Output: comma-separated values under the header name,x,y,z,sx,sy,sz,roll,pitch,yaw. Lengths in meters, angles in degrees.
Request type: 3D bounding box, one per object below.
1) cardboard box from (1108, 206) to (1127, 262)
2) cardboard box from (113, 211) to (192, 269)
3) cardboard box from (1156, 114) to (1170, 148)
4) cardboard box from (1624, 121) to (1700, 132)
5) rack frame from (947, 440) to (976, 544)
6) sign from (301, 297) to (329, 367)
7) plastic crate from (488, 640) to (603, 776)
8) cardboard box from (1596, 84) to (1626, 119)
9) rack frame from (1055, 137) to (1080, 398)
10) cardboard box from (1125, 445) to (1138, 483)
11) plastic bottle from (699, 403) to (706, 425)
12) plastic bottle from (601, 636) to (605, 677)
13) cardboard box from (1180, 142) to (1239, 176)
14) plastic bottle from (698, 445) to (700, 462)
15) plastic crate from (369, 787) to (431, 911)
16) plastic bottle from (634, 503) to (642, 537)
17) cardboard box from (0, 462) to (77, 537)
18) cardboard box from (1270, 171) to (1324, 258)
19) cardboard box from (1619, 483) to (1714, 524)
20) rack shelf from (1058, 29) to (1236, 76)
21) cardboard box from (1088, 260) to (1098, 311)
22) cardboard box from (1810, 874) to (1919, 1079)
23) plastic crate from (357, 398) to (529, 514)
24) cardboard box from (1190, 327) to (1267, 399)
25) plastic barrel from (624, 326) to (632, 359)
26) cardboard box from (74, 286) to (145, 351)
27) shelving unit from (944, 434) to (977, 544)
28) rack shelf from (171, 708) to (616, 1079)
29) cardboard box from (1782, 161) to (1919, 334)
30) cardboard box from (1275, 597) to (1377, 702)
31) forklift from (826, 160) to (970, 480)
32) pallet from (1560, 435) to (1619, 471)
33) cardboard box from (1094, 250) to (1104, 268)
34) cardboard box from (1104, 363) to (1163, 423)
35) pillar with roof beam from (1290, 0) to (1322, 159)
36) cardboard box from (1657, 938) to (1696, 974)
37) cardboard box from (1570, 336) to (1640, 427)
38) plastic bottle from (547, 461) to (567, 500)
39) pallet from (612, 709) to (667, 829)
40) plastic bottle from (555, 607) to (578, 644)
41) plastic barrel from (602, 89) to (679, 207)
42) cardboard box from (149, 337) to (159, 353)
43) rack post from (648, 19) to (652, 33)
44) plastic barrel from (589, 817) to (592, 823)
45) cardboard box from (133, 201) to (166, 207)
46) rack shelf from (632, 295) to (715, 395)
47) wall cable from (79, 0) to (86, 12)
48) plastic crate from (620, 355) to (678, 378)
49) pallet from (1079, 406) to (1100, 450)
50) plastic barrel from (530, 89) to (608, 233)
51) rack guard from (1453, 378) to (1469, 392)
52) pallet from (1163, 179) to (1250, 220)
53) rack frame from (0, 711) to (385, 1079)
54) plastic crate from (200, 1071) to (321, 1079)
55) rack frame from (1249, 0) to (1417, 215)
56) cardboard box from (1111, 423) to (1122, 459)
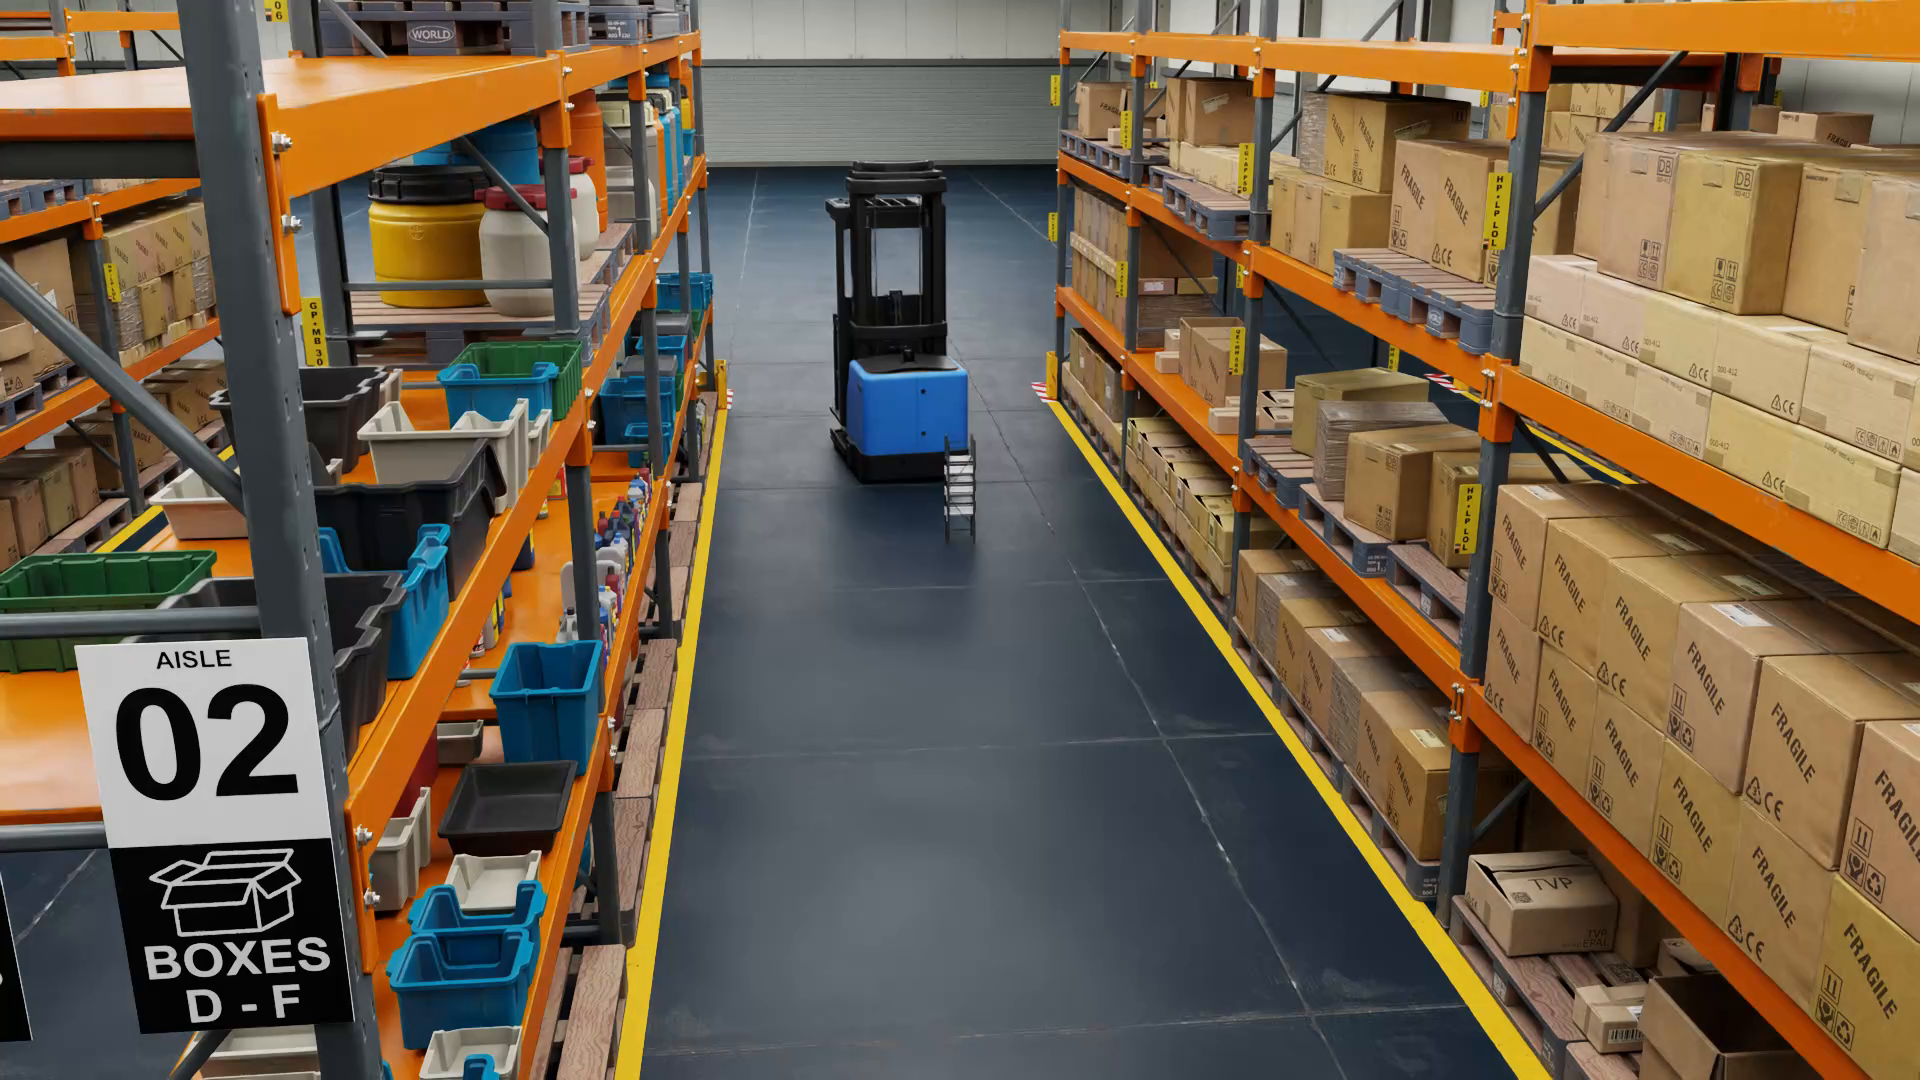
name,x,y,z,sx,sy,sz,roll,pitch,yaw
cardboard box,1.871,-3.041,16.524,0.700,0.500,0.500,-2,18,-6
cardboard box,-7.787,-2.893,16.052,0.500,0.500,0.500,-2,18,-6
cardboard box,2.182,-3.918,15.855,0.500,0.311,0.500,-3,18,-9
cardboard box,6.656,-3.729,15.840,0.500,0.500,0.500,-1,17,-4
rack frame,0.011,-0.397,13.938,0.240,0.900,0.006,-2,18,-6
sign,-2.622,-0.827,6.780,0.100,0.325,0.005,-2,18,-6
plastic crate,-1.687,0.700,6.867,0.392,0.384,0.575,-2,18,-6
cardboard box,6.566,-4.367,16.203,0.500,0.500,0.500,-1,17,-3
rack frame,1.615,-3.135,19.154,1.000,3.000,0.127,-2,18,-6
cardboard box,1.823,-0.704,15.300,0.500,0.250,0.500,-2,18,-7
plastic bottle,-2.688,-1.284,17.071,0.152,0.276,0.135,-2,18,-5
plastic bottle,-1.688,0.526,7.690,0.061,0.283,0.133,-2,18,-6
cardboard box,2.141,-3.156,13.762,0.500,0.250,0.500,-3,18,-11
plastic bottle,-2.518,-0.835,15.766,0.097,0.201,0.097,0,17,0
plastic crate,-2.101,1.081,5.824,0.437,0.282,0.530,-2,18,-6
plastic bottle,-1.944,-0.120,9.882,0.097,0.201,0.097,0,17,0
cardboard box,-7.754,-0.329,13.656,0.700,0.500,0.500,-2,18,-6
cardboard box,2.518,-2.101,10.687,0.910,0.500,0.500,-2,18,-6
cardboard box,3.162,0.058,7.147,0.500,0.500,0.500,-2,18,-5
rack shelf,1.821,-4.867,16.526,1.077,0.370,4.000,-2,18,-6
cardboard box,1.755,-2.739,17.726,0.700,0.500,0.500,-2,18,-5
cardboard box,2.891,1.305,4.846,0.500,0.500,0.500,-2,18,-5
plastic crate,-1.584,-0.260,5.189,0.437,0.282,0.530,-2,18,-6
cardboard box,2.196,-1.455,13.638,0.500,0.500,0.500,-2,18,-6
plastic barrel,-3.161,-1.906,14.403,0.600,0.901,0.708,-2,18,-6
cardboard box,-7.811,-1.964,14.761,0.875,0.500,0.500,-2,18,-6
shelving unit,0.001,-0.427,14.035,0.258,0.900,0.210,-2,18,-6
rack shelf,-1.869,1.531,5.492,1.077,0.370,4.000,-2,18,-6
cardboard box,3.112,-0.925,5.273,0.700,0.500,0.500,-2,18,-6
cardboard box,2.309,0.681,10.438,0.500,0.500,0.500,-2,18,-6
forklift,-0.735,-2.365,16.818,1.130,2.935,3.031,-4,18,-12
pallet,6.850,-0.966,16.901,1.003,0.211,1.213,-2,18,-6
cardboard box,1.599,-2.910,17.190,0.380,0.149,0.250,-2,18,-5
cardboard box,1.722,-1.470,16.489,0.500,0.500,0.500,-2,18,-6
pillar with roof beam,1.955,-9.412,29.132,9.100,9.000,0.400,-2,18,-6
cardboard box,3.292,1.862,7.265,0.380,0.149,0.250,-2,18,-6
cardboard box,2.704,-0.618,6.379,0.500,0.250,0.500,-2,18,-6
plastic bottle,-2.613,-0.406,10.670,0.152,0.276,0.135,-2,18,-6
pallet,-2.242,1.327,9.597,1.003,0.211,1.213,-2,18,-6
plastic bottle,-1.793,0.489,7.694,0.144,0.351,0.185,-2,18,-6
plastic barrel,-2.564,-3.122,13.268,0.600,0.901,0.600,0,17,0
cardboard box,-7.651,-1.814,15.368,0.380,0.149,0.250,-2,18,-6
rack post,-3.361,-5.377,17.117,0.937,0.300,0.954,0,17,0
plastic barrel,-2.187,1.020,8.724,0.600,0.901,0.708,-2,18,-6
cardboard box,-8.409,-3.175,16.950,0.500,0.500,0.500,-2,18,-6
rack shelf,-3.106,-2.044,16.880,1.077,0.370,4.000,-2,18,-6
wall cable,-23.250,-15.865,46.439,3.097,2.526,0.112,-2,18,-6
plastic crate,-2.350,-1.121,12.633,0.402,0.464,0.583,-2,18,-6
pallet,1.858,-1.215,17.695,1.003,0.211,1.213,-2,18,-6
plastic barrel,-2.432,-2.267,9.963,0.600,0.830,0.708,-2,18,-6
rack guard,6.550,-2.074,19.948,1.175,0.500,0.348,-2,18,-6
pallet,2.163,-2.625,12.838,1.003,0.211,1.213,-1,17,-3
rack frame,-1.662,1.784,3.487,1.000,3.000,0.127,-2,18,-6
plastic crate,-1.942,1.557,4.550,0.396,0.136,0.243,-2,18,-6
rack frame,2.440,-3.614,10.664,1.000,3.000,0.127,-2,18,-6
cardboard box,1.762,-0.963,16.126,0.500,0.250,0.500,-2,18,-6
